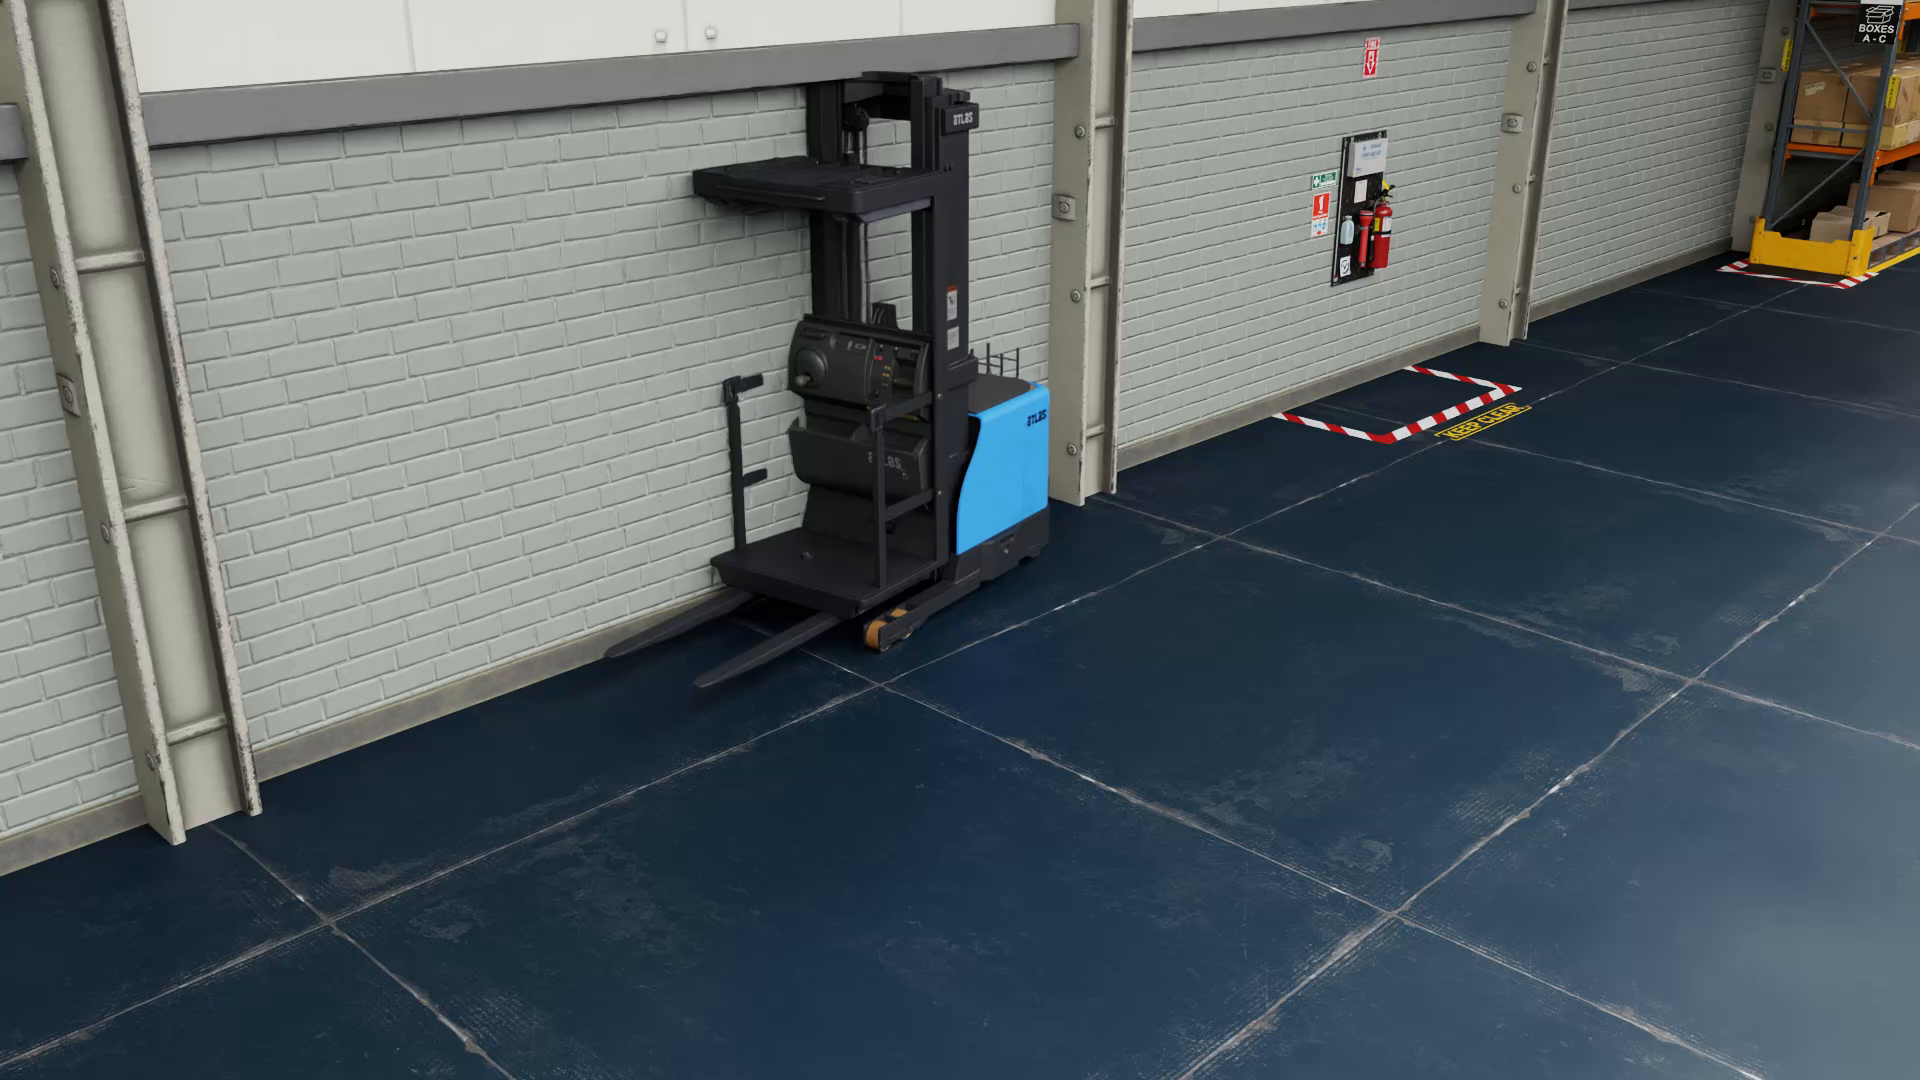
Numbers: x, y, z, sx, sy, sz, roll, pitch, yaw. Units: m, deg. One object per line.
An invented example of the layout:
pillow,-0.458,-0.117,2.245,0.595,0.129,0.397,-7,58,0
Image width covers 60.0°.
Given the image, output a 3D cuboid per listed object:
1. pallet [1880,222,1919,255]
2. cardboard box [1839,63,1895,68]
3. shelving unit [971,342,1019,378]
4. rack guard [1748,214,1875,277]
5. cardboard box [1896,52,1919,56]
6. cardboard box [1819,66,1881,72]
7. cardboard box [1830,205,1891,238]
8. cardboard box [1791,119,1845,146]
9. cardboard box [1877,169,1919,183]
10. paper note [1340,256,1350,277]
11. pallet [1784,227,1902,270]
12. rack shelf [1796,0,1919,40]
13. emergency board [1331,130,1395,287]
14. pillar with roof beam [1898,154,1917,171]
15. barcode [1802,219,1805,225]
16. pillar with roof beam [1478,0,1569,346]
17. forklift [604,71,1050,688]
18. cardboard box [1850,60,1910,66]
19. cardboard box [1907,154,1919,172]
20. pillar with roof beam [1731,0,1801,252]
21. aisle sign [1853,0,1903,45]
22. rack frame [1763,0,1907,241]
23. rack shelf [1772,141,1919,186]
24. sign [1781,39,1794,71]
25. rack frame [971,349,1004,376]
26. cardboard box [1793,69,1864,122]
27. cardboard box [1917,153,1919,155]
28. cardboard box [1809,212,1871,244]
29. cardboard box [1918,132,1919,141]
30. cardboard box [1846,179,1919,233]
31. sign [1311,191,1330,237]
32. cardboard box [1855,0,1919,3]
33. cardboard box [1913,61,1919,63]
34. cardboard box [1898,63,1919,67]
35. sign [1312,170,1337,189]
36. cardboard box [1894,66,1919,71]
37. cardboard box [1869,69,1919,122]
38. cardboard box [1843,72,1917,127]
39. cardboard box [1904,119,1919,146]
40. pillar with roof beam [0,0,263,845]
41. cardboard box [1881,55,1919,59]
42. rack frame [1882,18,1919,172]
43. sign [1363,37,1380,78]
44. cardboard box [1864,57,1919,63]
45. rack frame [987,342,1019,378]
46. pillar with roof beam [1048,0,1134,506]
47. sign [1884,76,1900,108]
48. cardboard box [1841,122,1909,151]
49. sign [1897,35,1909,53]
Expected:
pallet,10.829,-3.635,19.737,1.003,0.211,1.213,19,28,41
cardboard box,10.225,-5.130,18.875,0.500,0.500,0.500,18,28,39
shelving unit,0.217,-0.631,10.544,0.258,1.200,0.189,14,25,32
rack guard,9.385,-3.258,18.353,1.175,0.500,0.348,19,28,41
cardboard box,11.645,-5.654,20.240,0.500,0.500,0.500,18,28,39
cardboard box,9.867,-4.996,18.527,0.500,0.500,0.500,-20,29,-41
cardboard box,10.277,-3.657,19.043,0.500,0.311,0.500,-17,27,-38
cardboard box,9.520,-4.513,18.316,0.500,0.250,0.500,-20,28,-41
cardboard box,11.427,-4.195,20.178,0.500,0.500,0.500,17,27,37
paper note,3.091,-2.194,13.329,0.016,0.148,0.142,19,28,41
pallet,9.978,-3.323,18.925,1.003,0.211,1.213,19,28,41
rack shelf,10.728,-5.983,18.782,1.077,0.370,4.000,19,28,41
emergency board,3.264,-2.633,13.245,0.194,1.169,0.643,19,28,41
pillar with roof beam,16.471,-8.066,19.018,9.100,9.000,0.400,19,28,41
barcode,9.606,-3.620,18.932,0.001,0.075,0.075,19,28,41
pillar with roof beam,8.100,-4.982,10.993,9.100,9.000,0.400,19,28,41
forklift,-0.687,-0.960,8.987,1.130,2.935,3.031,14,25,32
cardboard box,10.576,-5.259,19.212,0.500,0.500,0.500,-20,29,-41
cardboard box,12.624,-4.665,21.402,0.500,0.500,0.700,-19,28,-40
pillar with roof beam,12.285,-6.524,15.006,9.100,9.000,0.400,19,28,41
aisle sign,9.497,-5.525,17.144,0.394,0.787,0.004,19,28,41
rack frame,9.332,-4.405,17.854,1.000,3.000,0.127,19,28,41
rack shelf,10.728,-4.583,19.321,1.077,0.370,4.000,19,28,41
sign,8.949,-5.237,17.964,0.100,0.325,0.005,19,28,41
rack frame,0.166,-0.604,10.474,0.240,1.200,0.006,14,25,32
cardboard box,9.509,-4.869,18.196,0.500,0.500,0.500,19,28,40
cardboard box,12.949,-4.810,21.780,0.700,0.500,0.500,19,28,40
cardboard box,9.880,-3.511,18.662,0.500,0.311,0.500,15,26,35
cardboard box,10.612,-4.657,18.690,0.500,0.250,0.500,19,28,40
cardboard box,10.825,-3.921,19.467,0.700,0.500,0.500,17,27,37
sign,2.804,-2.534,12.936,0.001,0.329,0.234,19,28,41
cardboard box,9.745,-5.884,17.355,0.500,0.500,0.500,-19,28,-41
cardboard box,11.312,-5.267,19.233,0.500,0.500,0.500,18,28,39
cardboard box,10.949,-5.133,18.885,0.500,0.500,0.500,-19,28,-40
sign,2.814,-2.780,12.838,0.001,0.109,0.331,19,28,41
cardboard box,10.598,-4.998,18.532,0.500,0.500,0.500,18,27,39
cardboard box,10.233,-4.866,18.190,0.500,0.500,0.500,19,28,41
cardboard box,9.881,-4.742,17.866,0.500,0.500,0.500,19,28,41
cardboard box,10.252,-4.527,18.353,0.500,0.250,0.500,18,28,39
pillar with roof beam,-0.271,-1.897,2.968,9.100,9.000,0.400,19,28,41
cardboard box,11.282,-5.522,19.896,0.500,0.500,0.500,19,28,40
rack frame,12.123,-5.433,20.529,1.000,3.000,0.127,19,28,41
sign,3.187,-3.738,12.888,0.001,0.298,0.199,19,28,41
cardboard box,10.930,-5.395,19.566,0.500,0.500,0.500,-19,28,-41
rack frame,0.269,-0.658,10.615,0.240,1.200,0.006,14,25,32
pillar with roof beam,3.914,-3.439,6.980,9.100,9.000,0.400,19,28,41
sign,9.721,-4.673,17.345,0.100,0.325,0.005,19,28,41
cardboard box,9.900,-4.390,17.997,0.500,0.250,0.500,18,28,39
sign,11.723,-6.112,20.680,0.100,0.325,0.005,19,28,41
